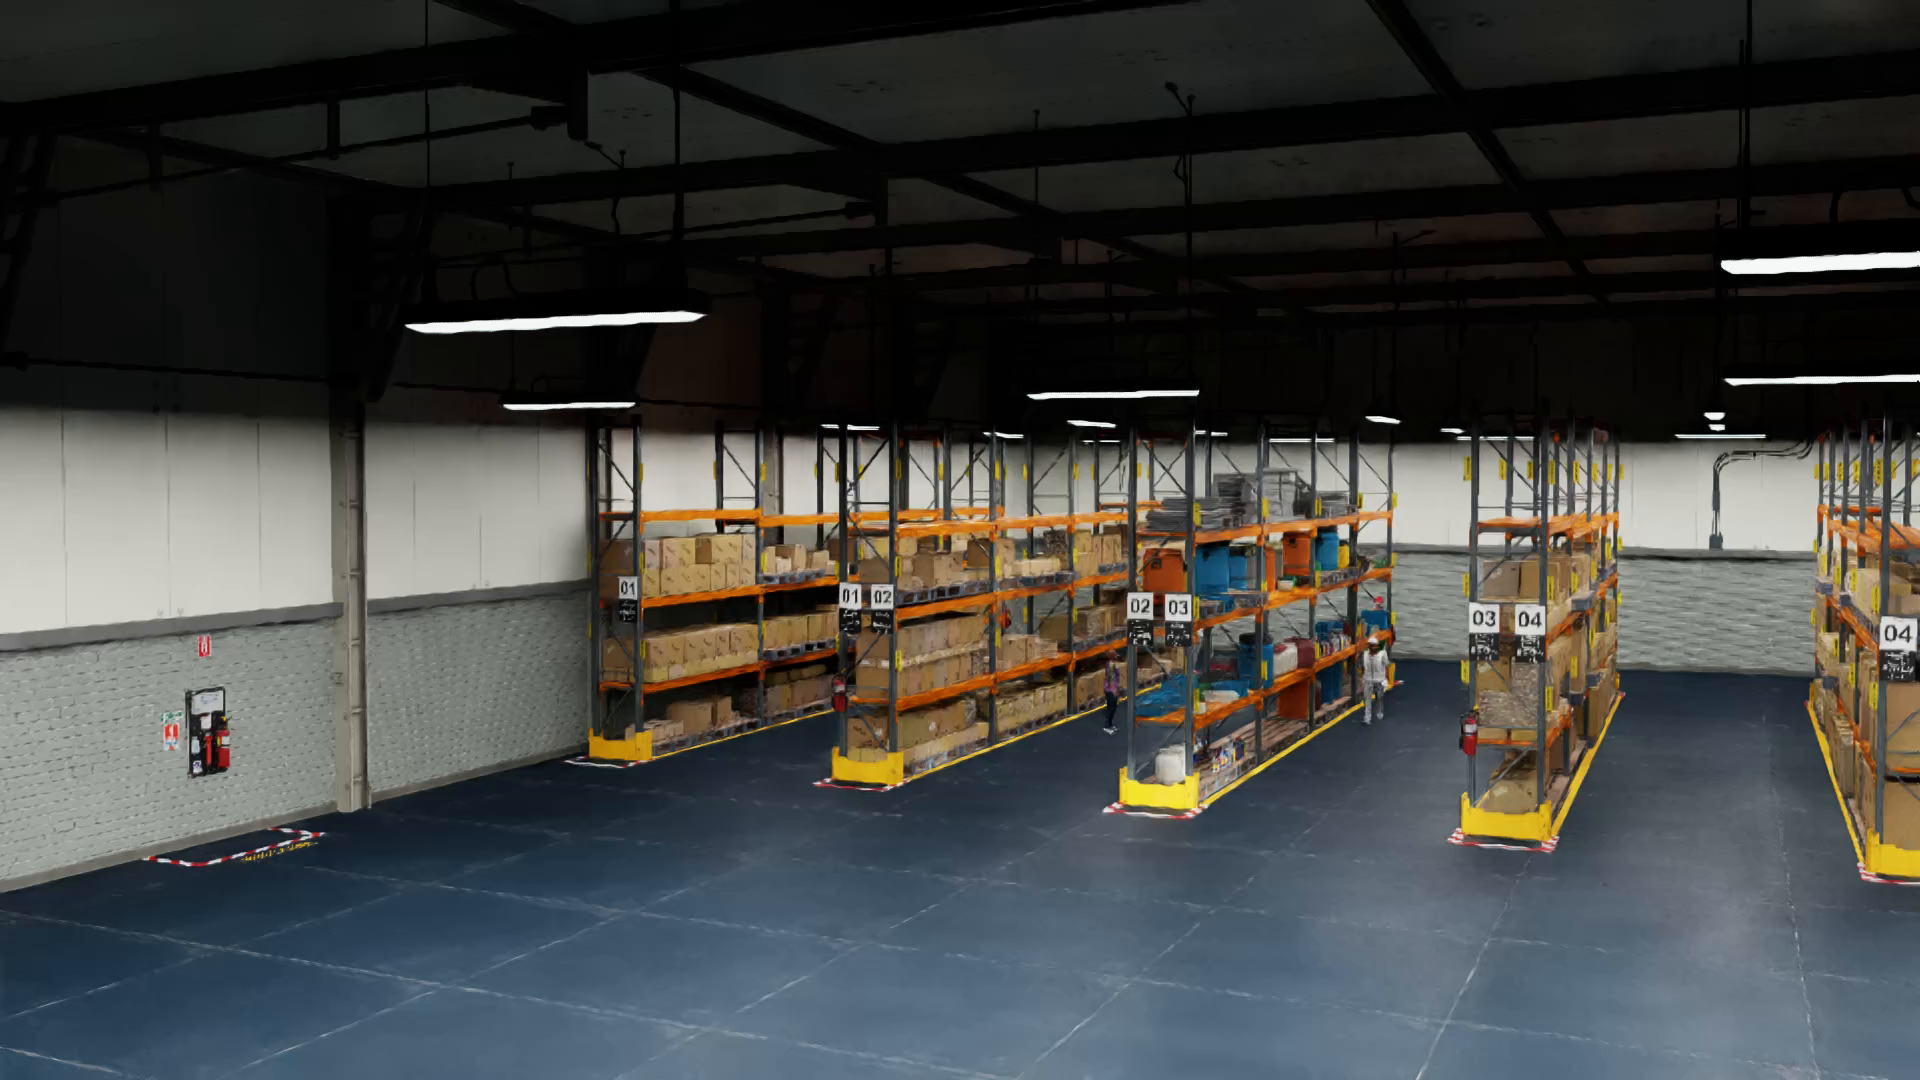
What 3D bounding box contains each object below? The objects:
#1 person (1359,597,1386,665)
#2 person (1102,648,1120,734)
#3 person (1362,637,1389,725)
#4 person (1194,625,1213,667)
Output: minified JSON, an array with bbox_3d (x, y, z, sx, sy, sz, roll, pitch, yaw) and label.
[{"bbox_3d":[10.646,2.355,42.815,0.711,1.788,0.486,-1,3,-21],"label":"person"},{"bbox_3d":[2.909,2.904,31.939,0.349,1.641,0.477,0,2,-3],"label":"person"},{"bbox_3d":[8.236,2.778,33.017,0.577,1.733,1.042,1,3,24],"label":"person"},{"bbox_3d":[6.206,2.430,42.304,0.731,1.649,0.563,-1,3,-31],"label":"person"}]
